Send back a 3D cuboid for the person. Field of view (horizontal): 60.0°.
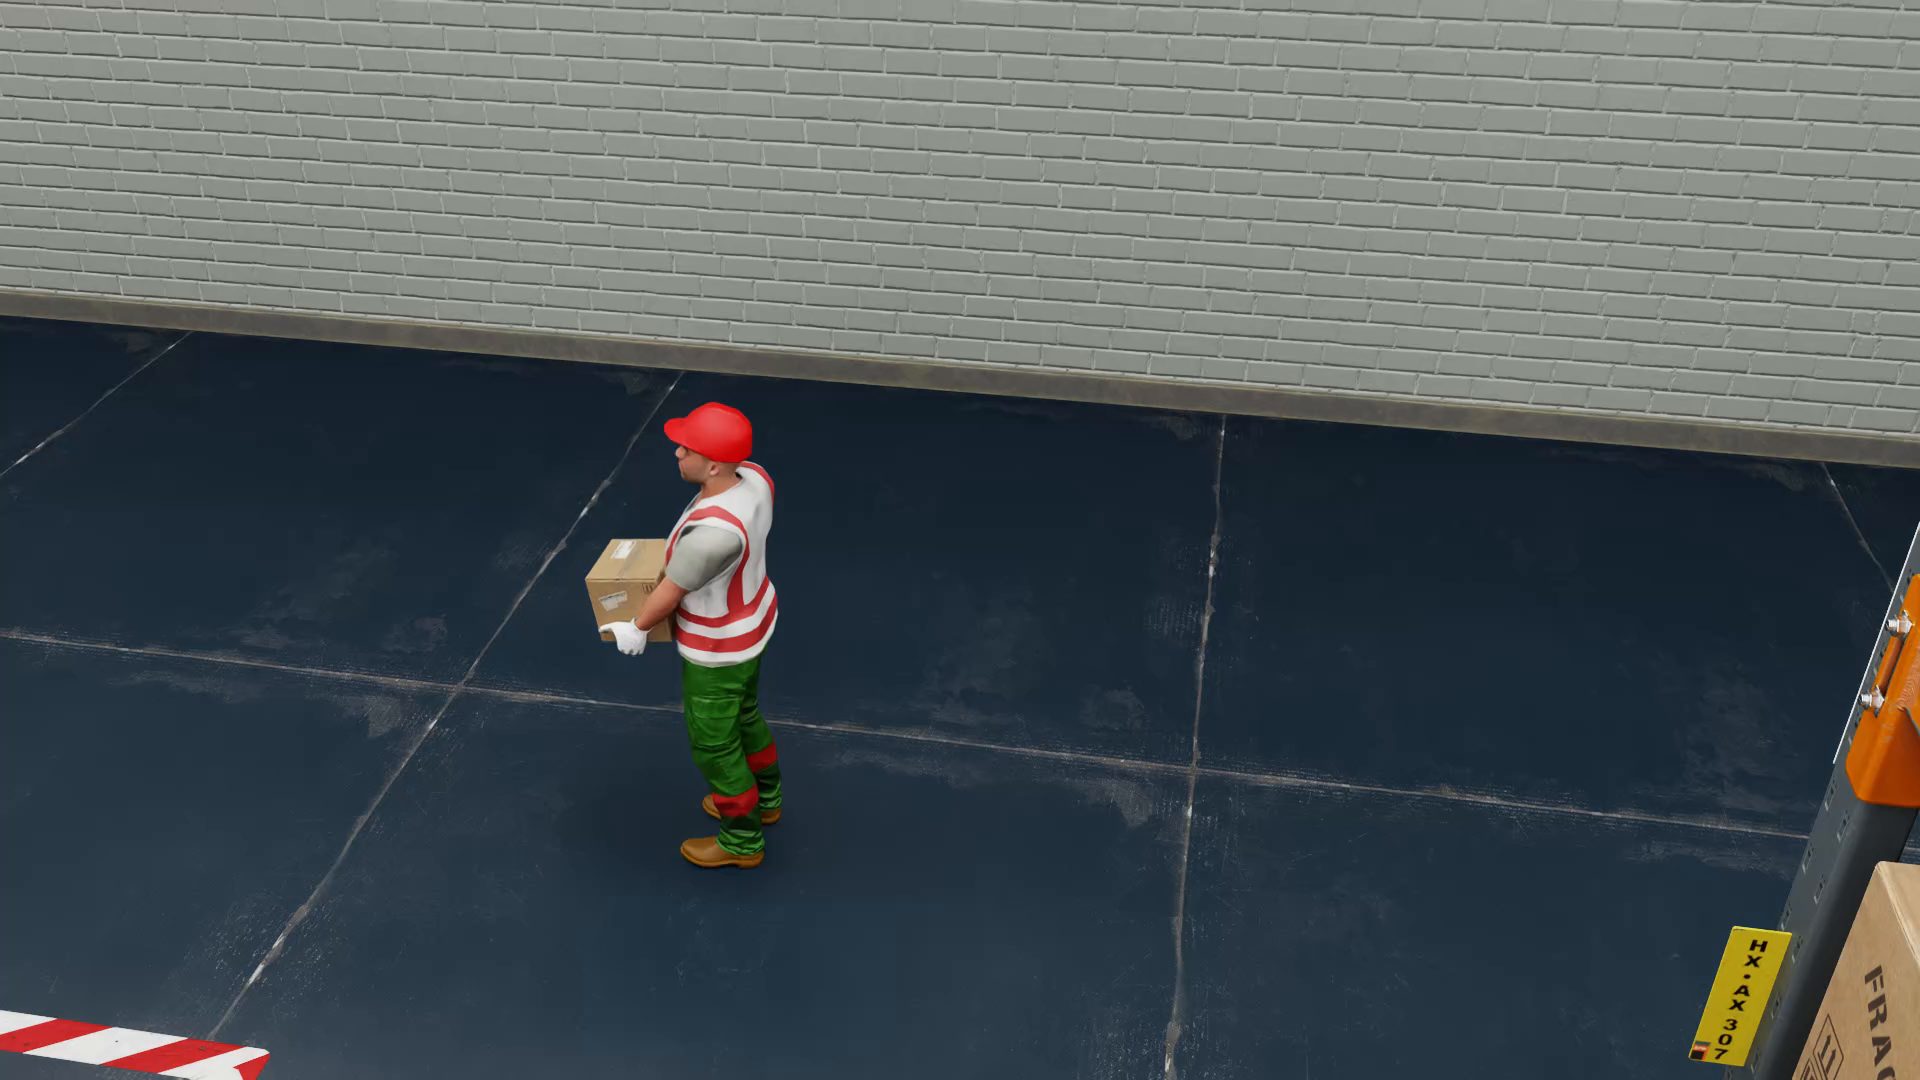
[{"bbox_3d":[-0.899,0.325,5.598,0.561,1.785,0.495,6,33,9],"label":"person"}]
